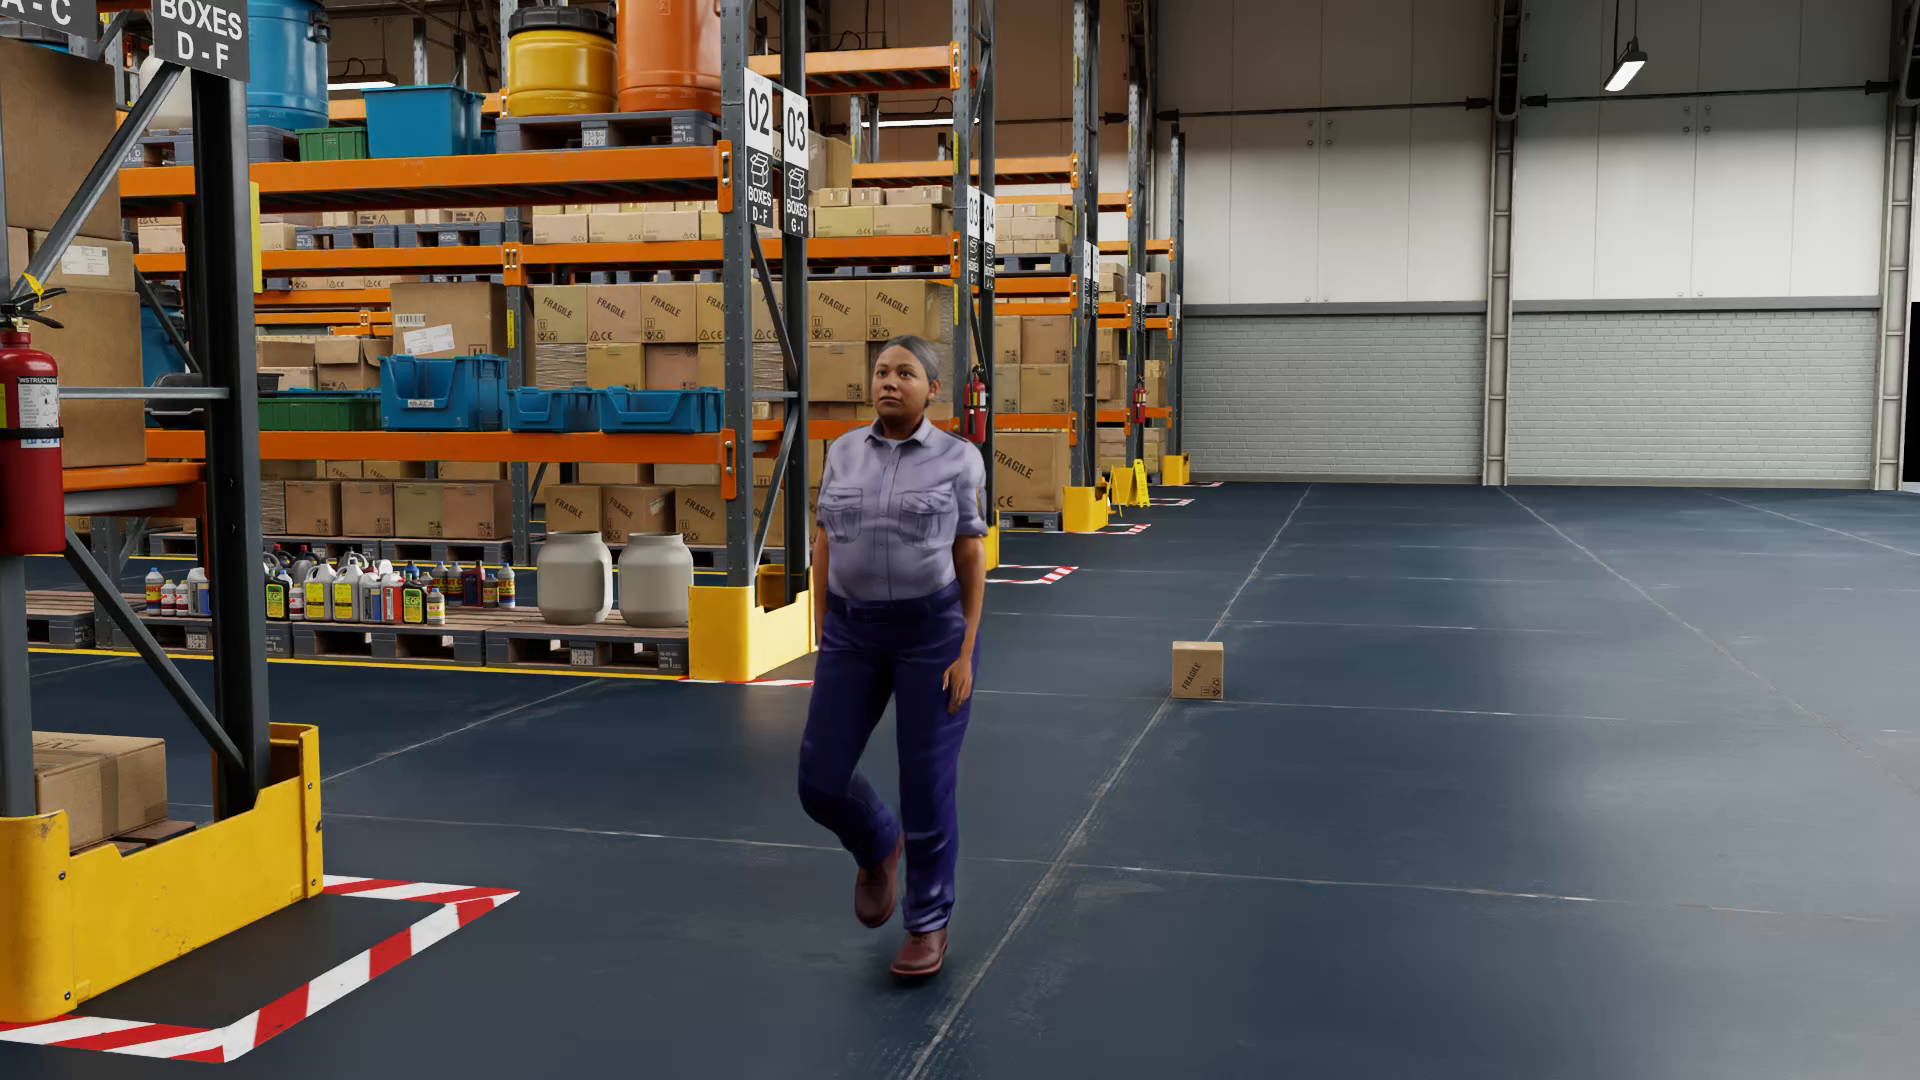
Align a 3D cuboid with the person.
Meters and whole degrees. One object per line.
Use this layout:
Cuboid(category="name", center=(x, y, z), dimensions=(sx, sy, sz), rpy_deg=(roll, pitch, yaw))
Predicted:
Cuboid(category="person", center=(-0.157, 0.282, 4.397), dimensions=(0.478, 1.640, 0.492), rpy_deg=(1, 5, 14))
